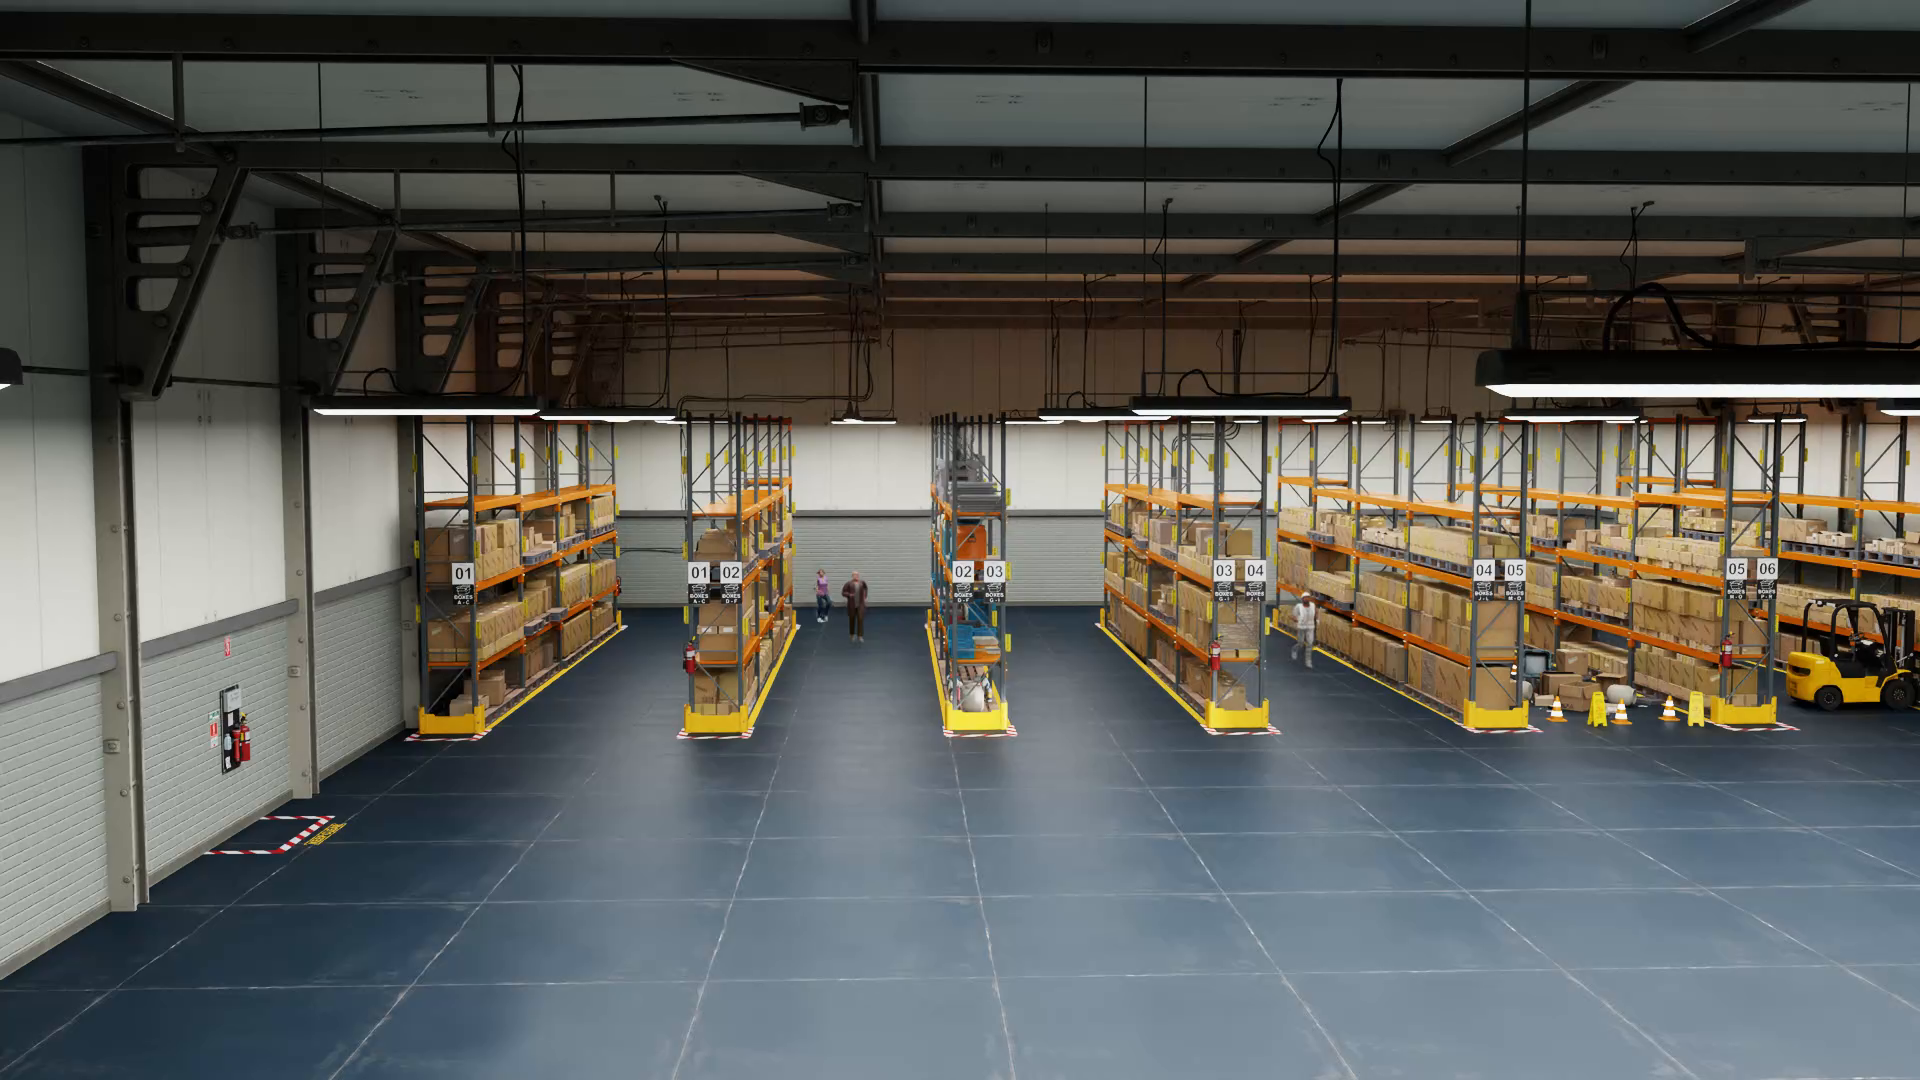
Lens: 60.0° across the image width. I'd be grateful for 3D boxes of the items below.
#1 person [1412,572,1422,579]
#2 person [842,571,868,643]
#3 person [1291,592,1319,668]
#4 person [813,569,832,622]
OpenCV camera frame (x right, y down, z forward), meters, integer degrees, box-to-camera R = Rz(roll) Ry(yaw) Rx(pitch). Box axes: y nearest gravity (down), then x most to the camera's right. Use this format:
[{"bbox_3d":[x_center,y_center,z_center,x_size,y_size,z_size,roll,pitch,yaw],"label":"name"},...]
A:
[{"bbox_3d":[13.494,1.565,49.140,0.618,1.626,0.574,0,4,-4],"label":"person"},{"bbox_3d":[-2.643,1.696,42.104,0.710,1.836,0.983,-1,4,-14],"label":"person"},{"bbox_3d":[8.275,2.131,39.867,0.691,1.782,0.930,0,4,-6],"label":"person"},{"bbox_3d":[-4.023,1.622,48.637,0.555,1.573,0.602,-2,5,-31],"label":"person"}]
